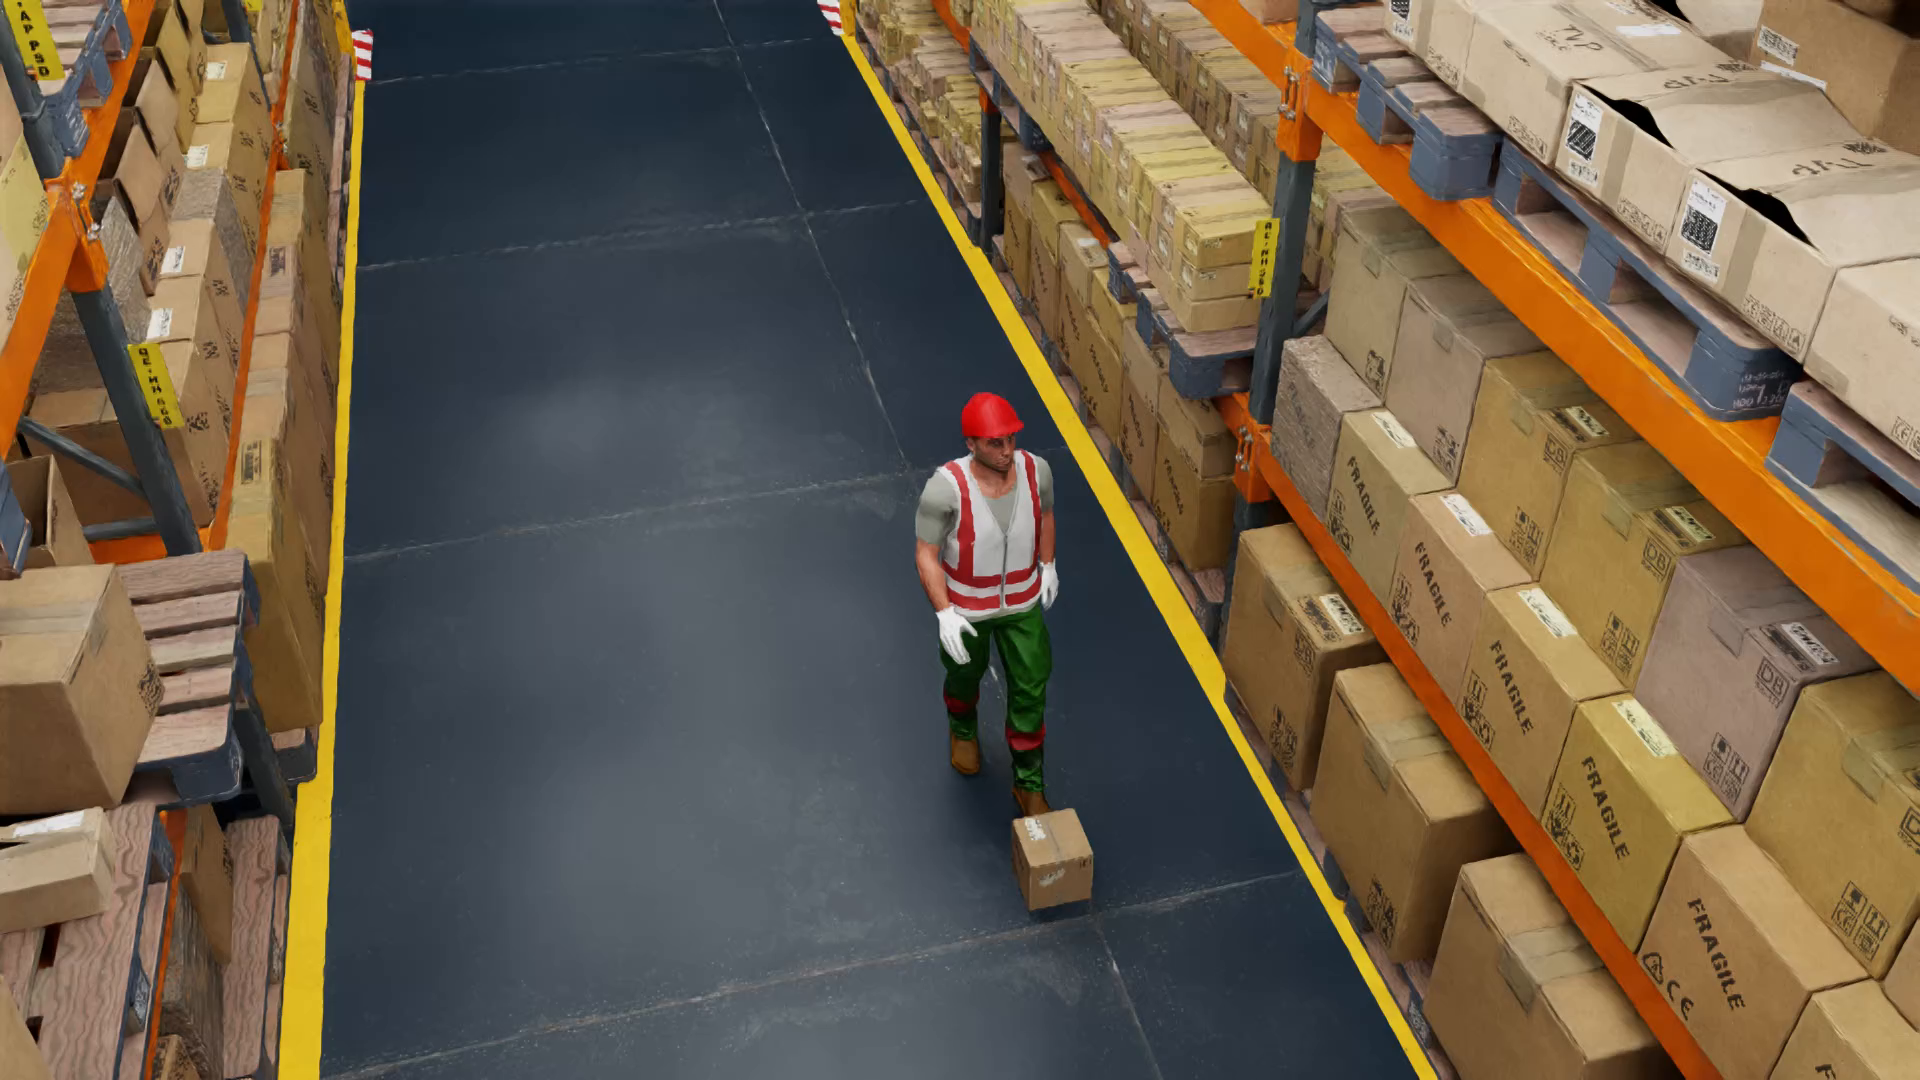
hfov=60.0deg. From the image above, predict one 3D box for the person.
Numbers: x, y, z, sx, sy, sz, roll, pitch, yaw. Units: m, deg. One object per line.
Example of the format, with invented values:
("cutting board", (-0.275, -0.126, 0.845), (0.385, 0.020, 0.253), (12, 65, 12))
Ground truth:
("person", (0.166, 0.307, 6.339), (0.609, 1.806, 0.706), (-12, 39, -15))
